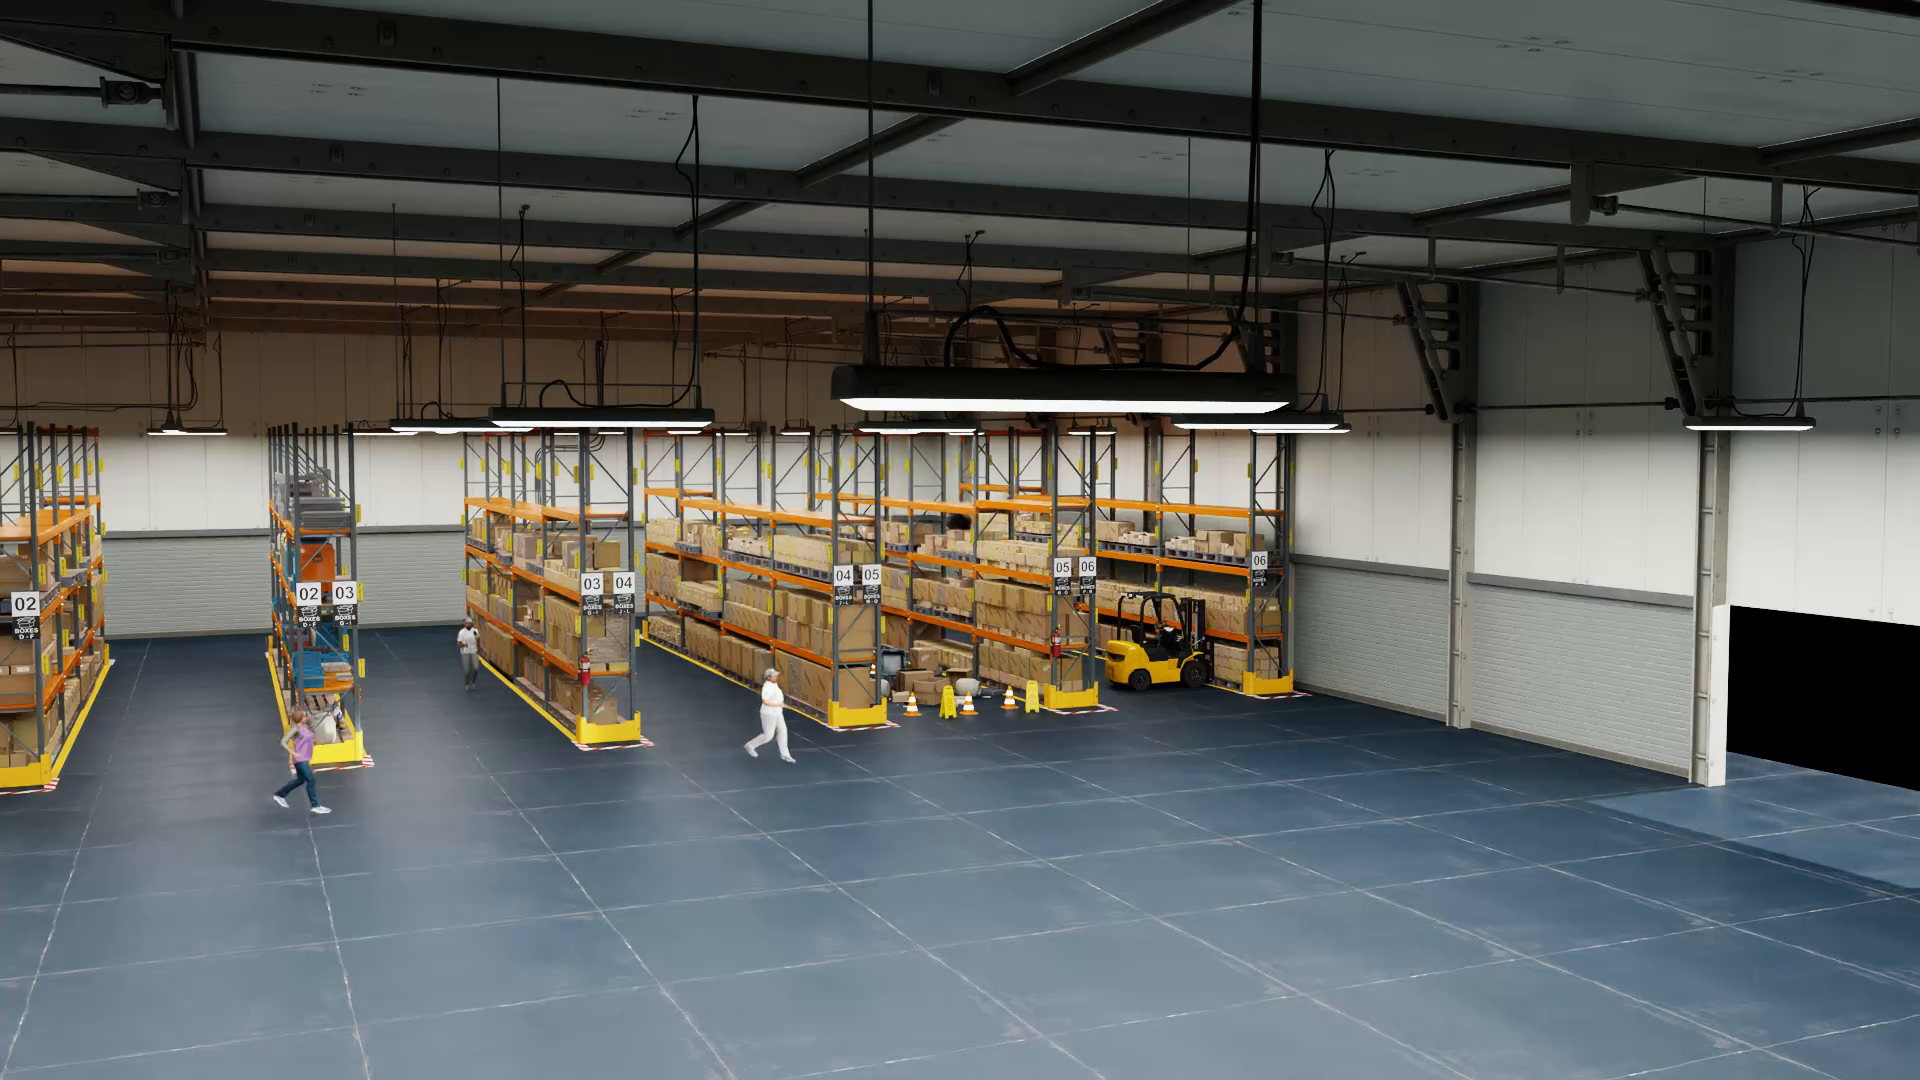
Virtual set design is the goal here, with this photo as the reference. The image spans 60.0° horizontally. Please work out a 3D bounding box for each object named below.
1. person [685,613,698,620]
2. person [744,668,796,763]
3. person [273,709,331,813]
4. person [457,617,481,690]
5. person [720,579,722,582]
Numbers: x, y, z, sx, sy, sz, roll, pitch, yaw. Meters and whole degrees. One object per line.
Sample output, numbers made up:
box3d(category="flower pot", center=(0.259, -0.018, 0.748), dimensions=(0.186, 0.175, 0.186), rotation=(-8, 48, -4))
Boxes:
box3d(category="person", center=(-8.149, 1.852, 49.618), dimensions=(0.784, 1.720, 0.657), rotation=(-1, 4, -12))
box3d(category="person", center=(-3.356, 3.103, 29.400), dimensions=(0.920, 1.678, 0.617), rotation=(1, 4, 11))
box3d(category="person", center=(-10.025, 3.358, 25.286), dimensions=(0.893, 1.585, 0.537), rotation=(0, 3, -3))
box3d(category="person", center=(-11.104, 2.580, 37.725), dimensions=(0.560, 1.685, 0.605), rotation=(-2, 4, -27))
box3d(category="person", center=(-6.861, 1.936, 48.411), dimensions=(0.671, 1.682, 0.598), rotation=(-3, 5, -43))
